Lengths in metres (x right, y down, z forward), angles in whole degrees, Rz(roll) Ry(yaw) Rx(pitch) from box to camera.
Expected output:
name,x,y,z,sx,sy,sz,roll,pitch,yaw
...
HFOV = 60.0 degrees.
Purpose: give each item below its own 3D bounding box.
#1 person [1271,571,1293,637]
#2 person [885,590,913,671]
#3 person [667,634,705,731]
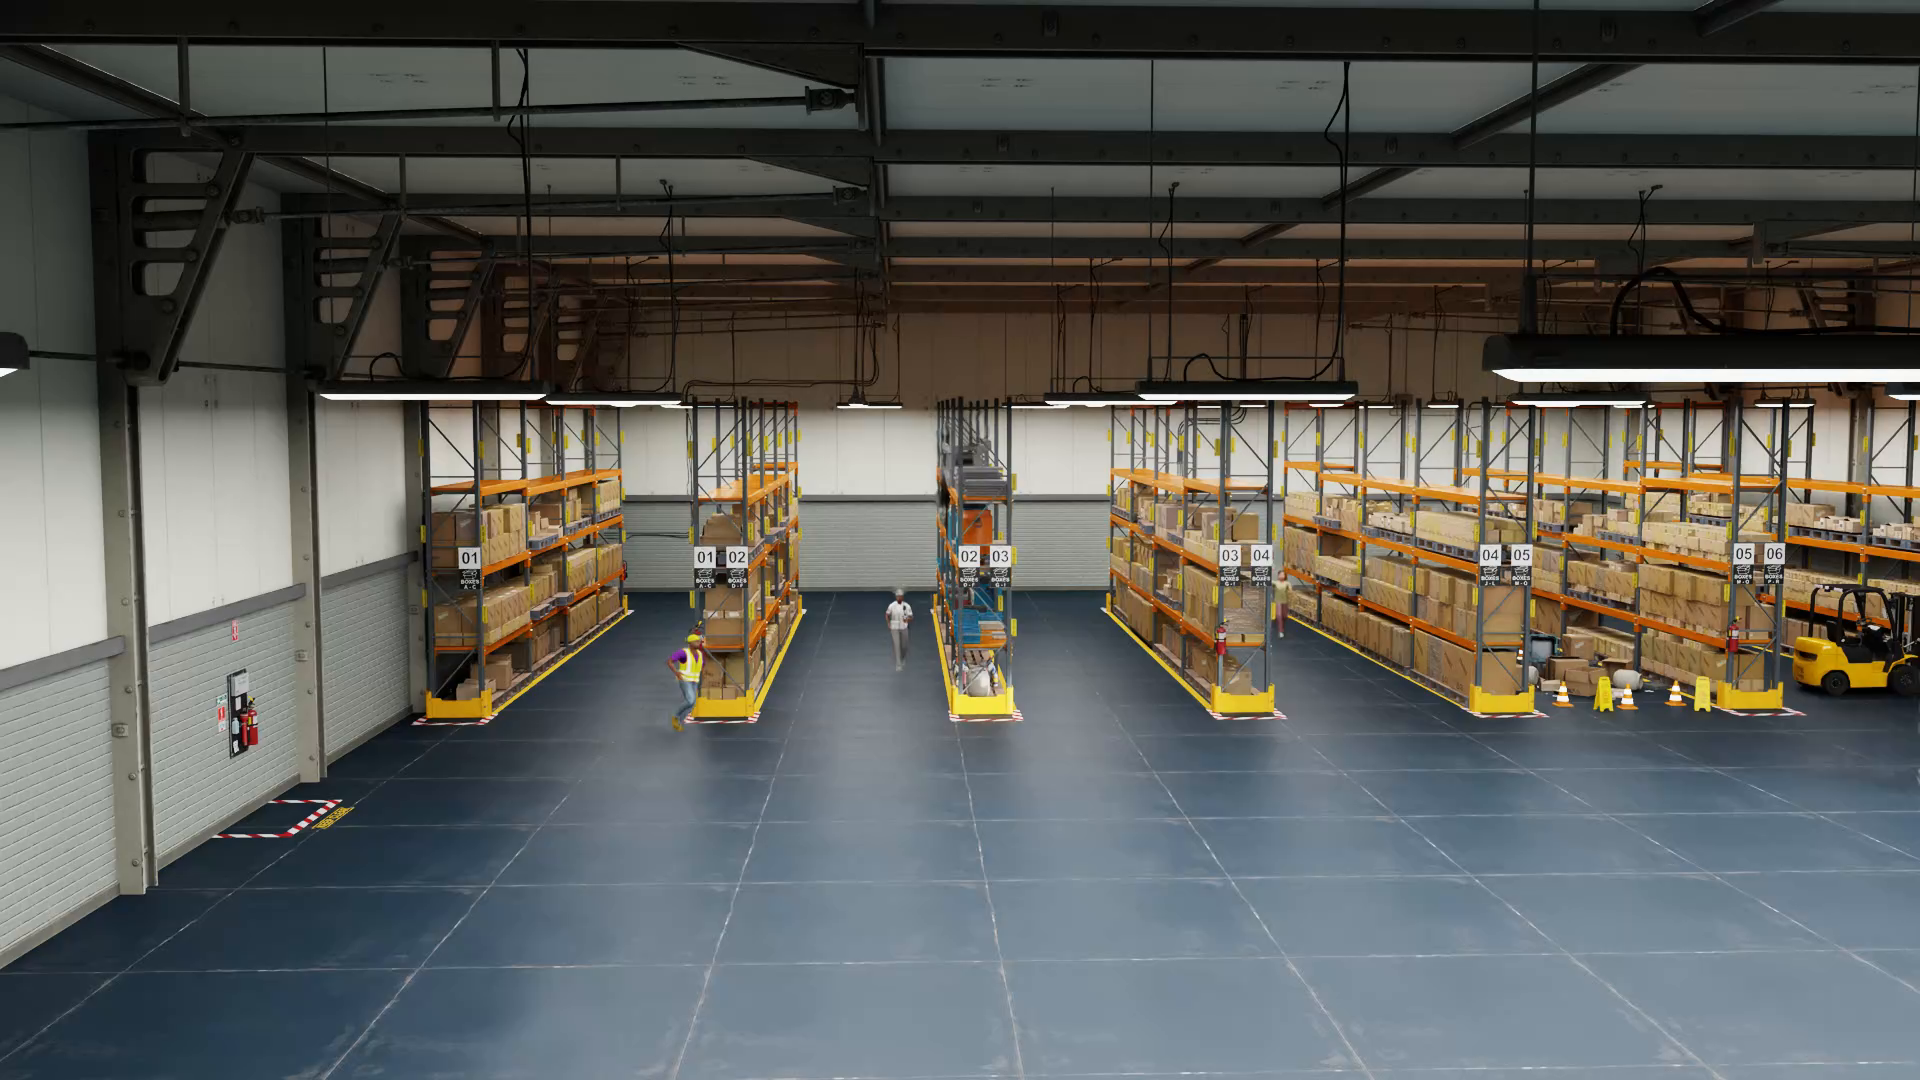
name,x,y,z,sx,sy,sz,roll,pitch,yaw
person,8.176,1.599,42.294,0.575,1.651,0.970,0,4,0
person,-1.282,1.889,35.097,0.588,1.690,0.770,0,4,-4
person,-4.853,2.567,29.978,0.536,1.716,0.727,3,5,36
